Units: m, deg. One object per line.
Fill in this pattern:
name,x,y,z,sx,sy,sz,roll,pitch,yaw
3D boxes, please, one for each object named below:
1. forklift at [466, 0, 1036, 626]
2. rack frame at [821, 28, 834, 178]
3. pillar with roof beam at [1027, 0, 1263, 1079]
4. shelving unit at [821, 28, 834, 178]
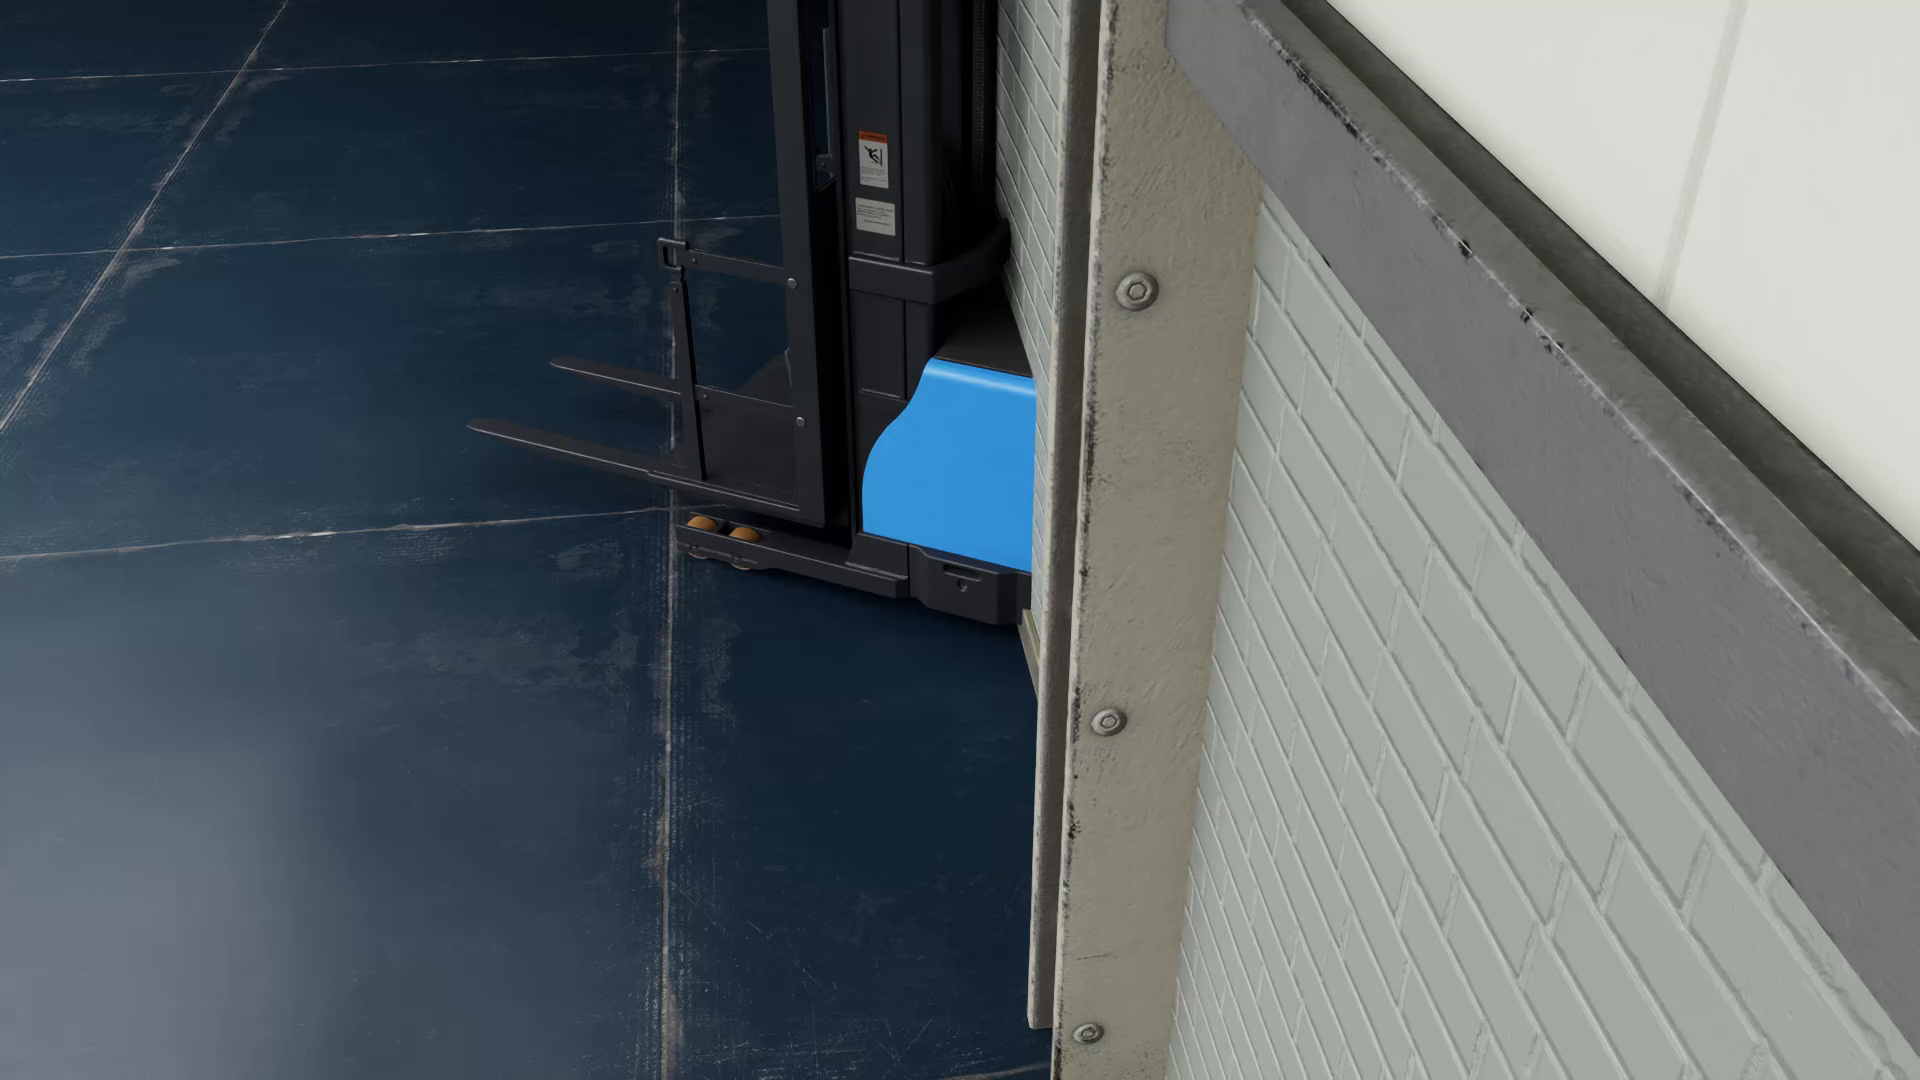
forklift,-0.579,-1.351,6.129,3.031,2.935,1.130,14,37,19
rack frame,-0.372,-1.685,7.891,0.500,1.500,0.032,-4,35,-6
pillar with roof beam,-3.894,-1.939,1.604,9.100,9.000,0.400,-4,35,-6
shelving unit,-0.305,-1.401,7.474,0.538,1.500,1.048,-4,35,-6
